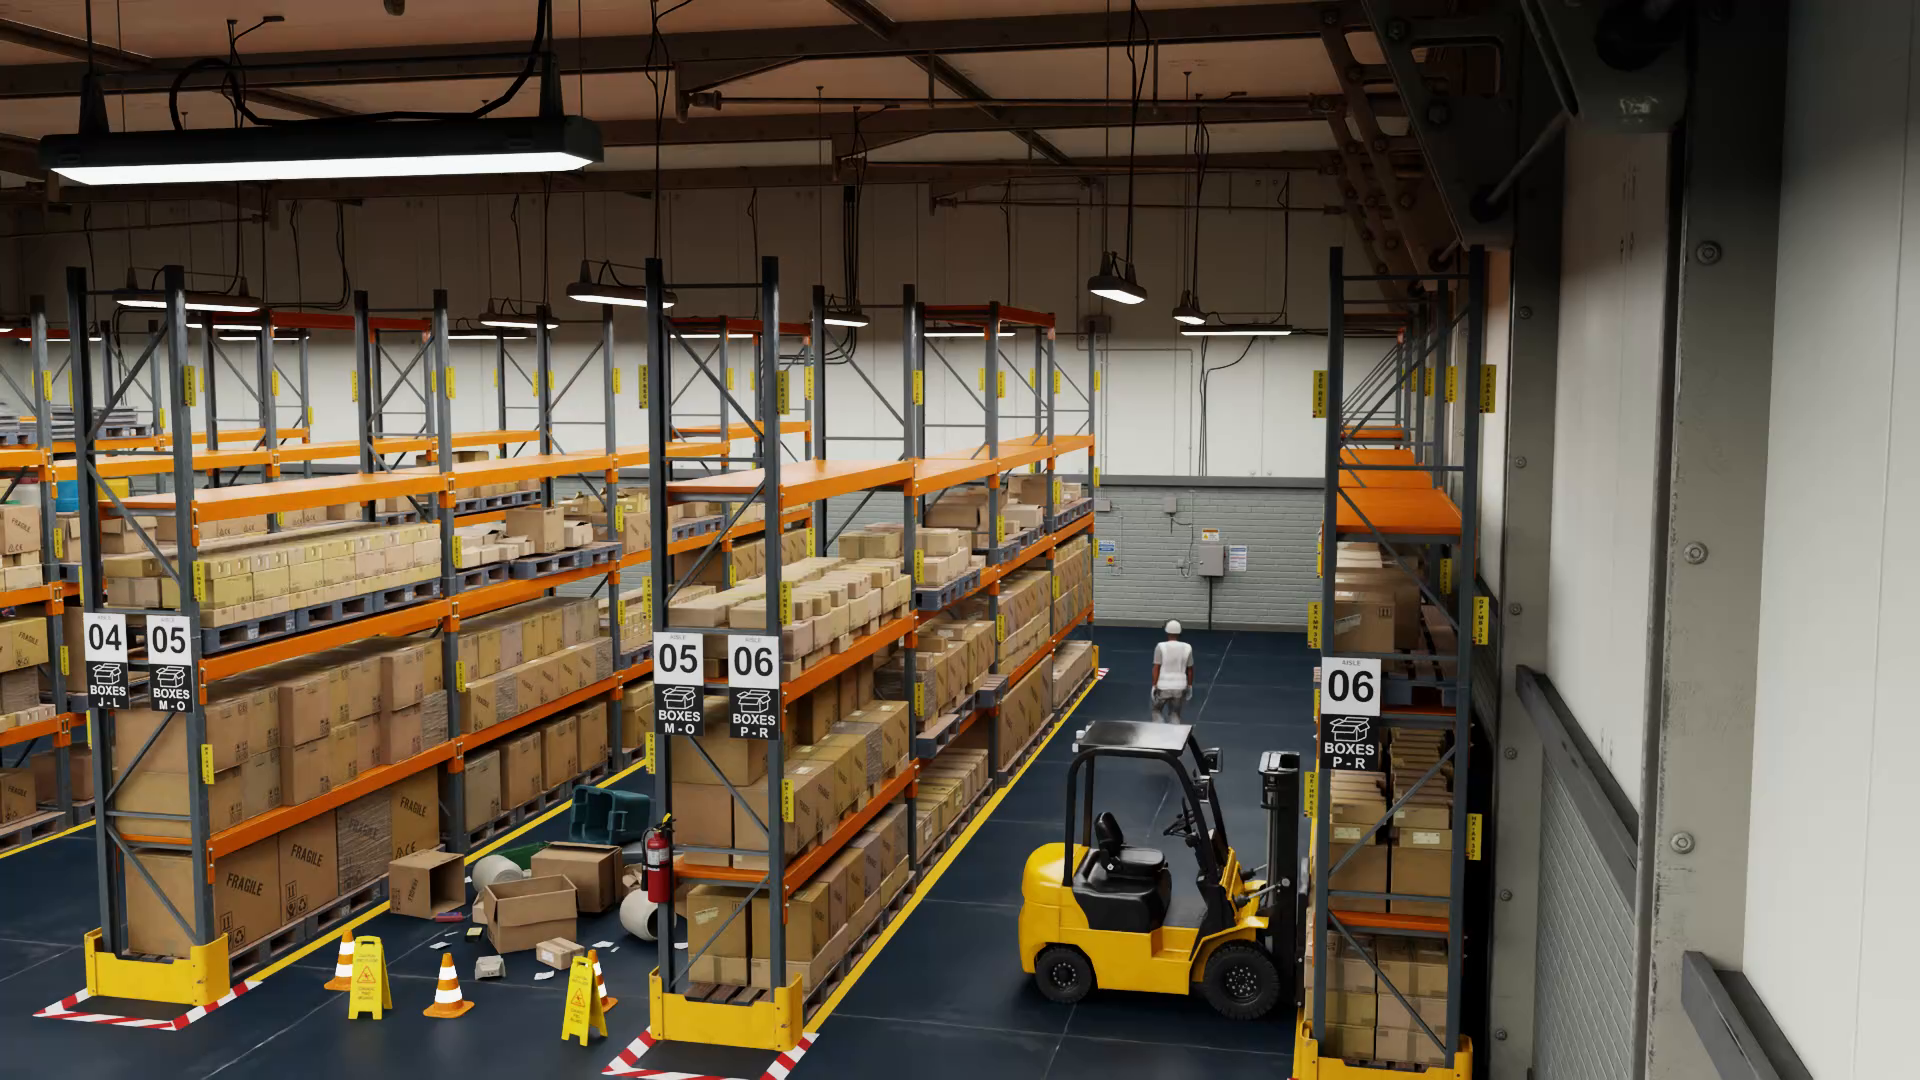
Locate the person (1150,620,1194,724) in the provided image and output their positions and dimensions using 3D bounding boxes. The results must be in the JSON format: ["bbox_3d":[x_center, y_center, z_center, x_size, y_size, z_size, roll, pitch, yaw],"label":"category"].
[{"bbox_3d":[2.747,1.910,21.626,0.600,1.729,0.527,-1,6,-8],"label":"person"}]

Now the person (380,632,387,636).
[{"bbox_3d":[-7.909,1.994,22.886,0.659,1.744,0.657,0,6,4],"label":"person"}]
